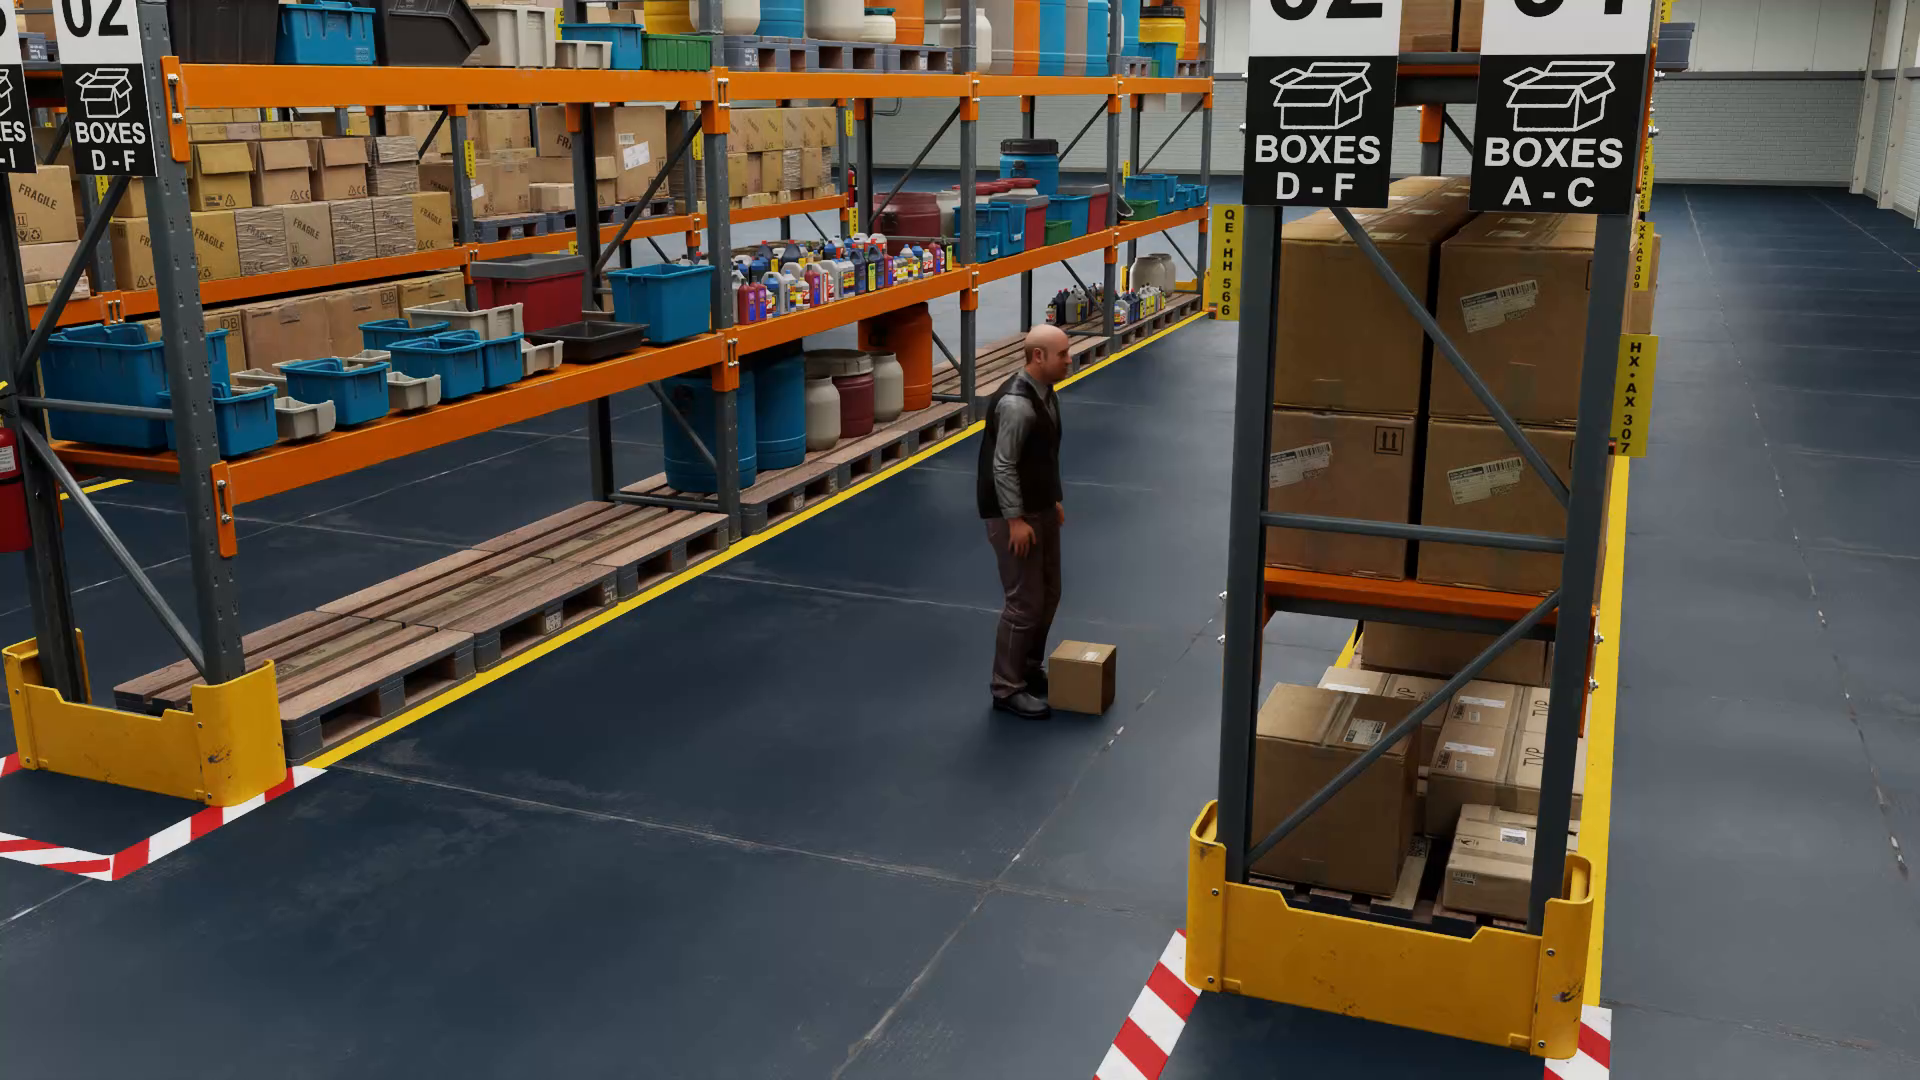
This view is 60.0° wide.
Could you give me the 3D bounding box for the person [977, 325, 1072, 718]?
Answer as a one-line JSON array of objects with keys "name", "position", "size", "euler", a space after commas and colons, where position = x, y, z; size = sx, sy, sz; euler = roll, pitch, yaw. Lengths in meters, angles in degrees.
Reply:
[{"name": "person", "position": [0.293, -0.109, 7.466], "size": [0.414, 1.721, 0.580], "euler": [6, 16, 21]}]
